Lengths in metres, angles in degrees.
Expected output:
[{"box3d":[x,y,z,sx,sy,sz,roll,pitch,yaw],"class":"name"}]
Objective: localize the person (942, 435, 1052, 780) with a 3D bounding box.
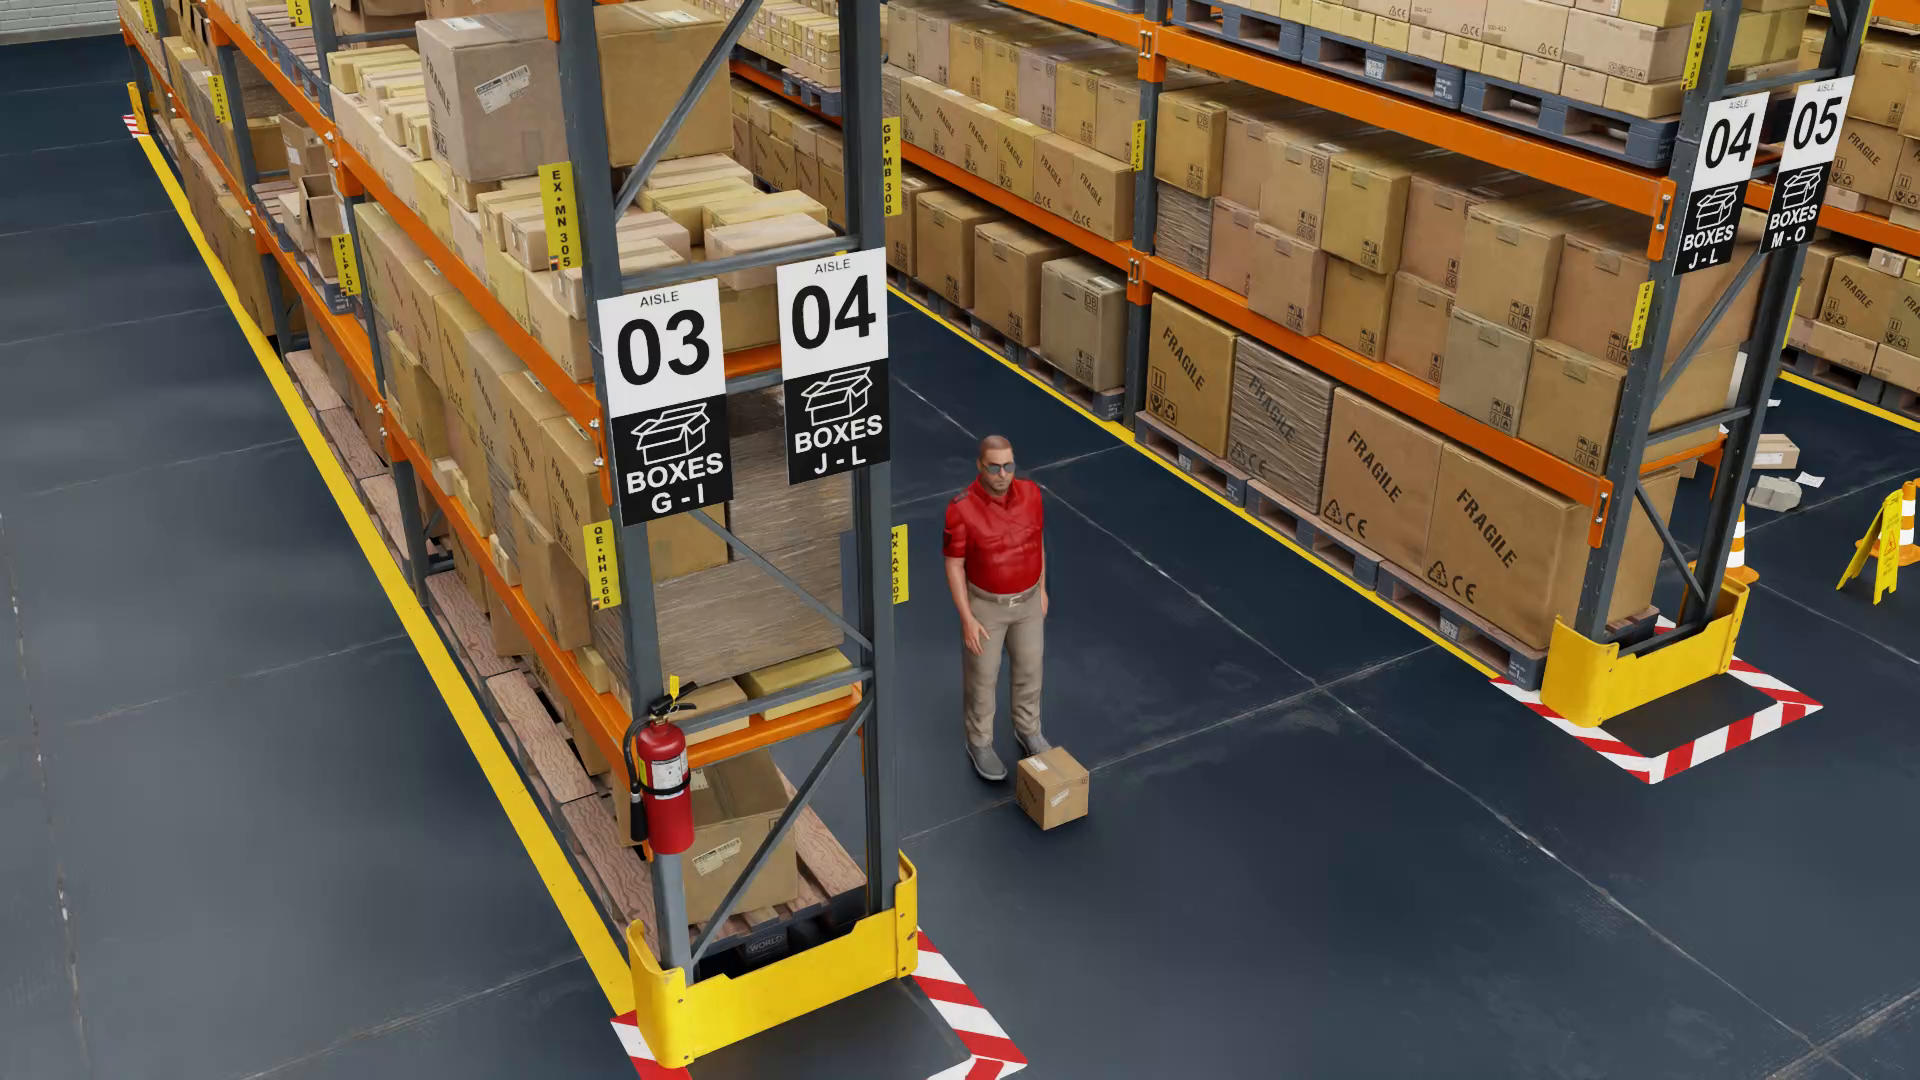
[{"box3d":[0.211,0.332,7.942,0.561,1.744,0.422,-16,32,-26],"class":"person"}]
